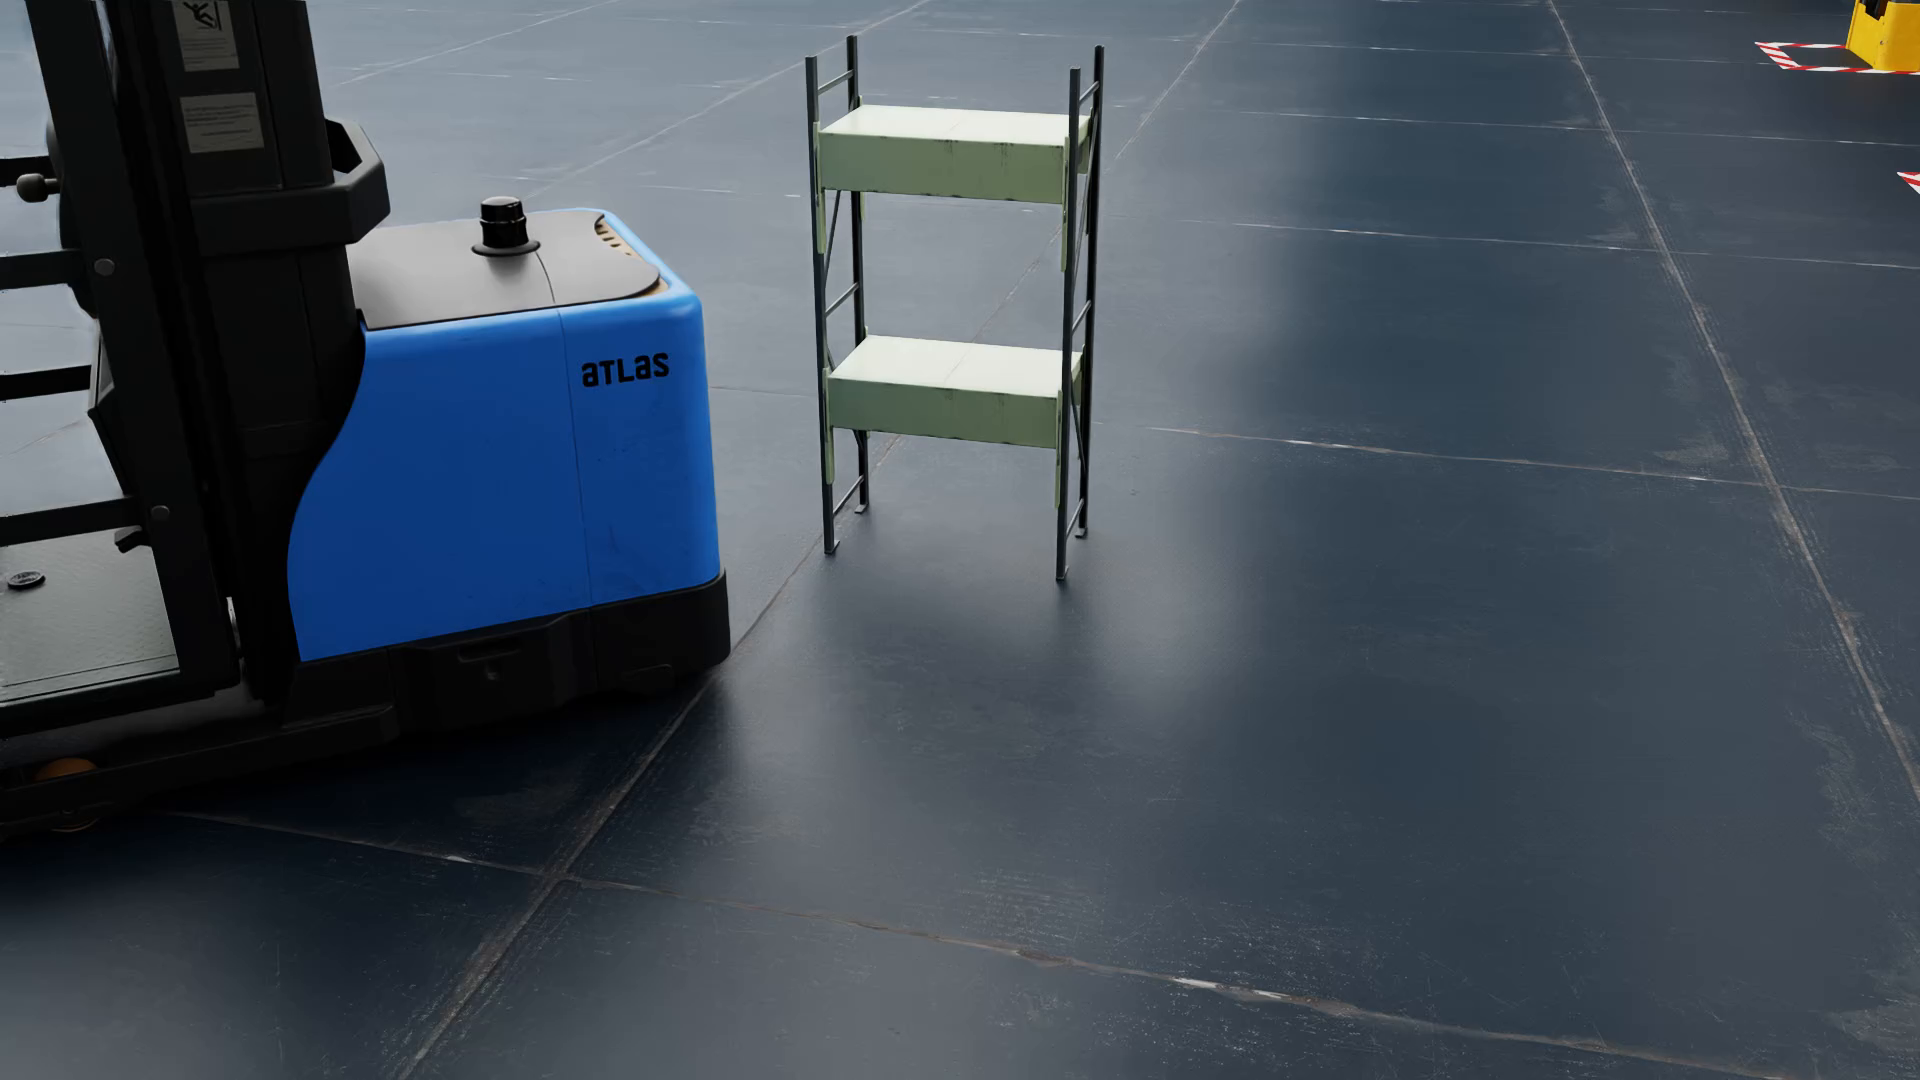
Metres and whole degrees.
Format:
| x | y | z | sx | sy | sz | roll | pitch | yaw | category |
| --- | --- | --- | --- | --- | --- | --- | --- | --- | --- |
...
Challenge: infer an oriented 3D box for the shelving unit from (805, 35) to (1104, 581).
| x | y | z | sx | sy | sz | roll | pitch | yaw | category |
| --- | --- | --- | --- | --- | --- | --- | --- | --- | --- |
| -0.006 | -0.678 | 4.929 | 0.755 | 1.500 | 0.431 | 6 | 26 | 13 | shelving unit |

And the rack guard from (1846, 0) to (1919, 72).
| x | y | z | sx | sy | sz | roll | pitch | yaw | category |
| --- | --- | --- | --- | --- | --- | --- | --- | --- | --- |
| 7.423 | -4.093 | 13.265 | 0.348 | 0.500 | 1.175 | 6 | 26 | 13 | rack guard |

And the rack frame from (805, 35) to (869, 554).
| x | y | z | sx | sy | sz | roll | pitch | yaw | category |
| --- | --- | --- | --- | --- | --- | --- | --- | --- | --- |
| -0.361 | -0.717 | 5.011 | 0.023 | 1.500 | 0.400 | 6 | 26 | 13 | rack frame |

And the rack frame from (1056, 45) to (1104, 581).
| x | y | z | sx | sy | sz | roll | pitch | yaw | category |
| --- | --- | --- | --- | --- | --- | --- | --- | --- | --- |
| 0.348 | -0.639 | 4.847 | 0.023 | 1.500 | 0.400 | 6 | 26 | 13 | rack frame |

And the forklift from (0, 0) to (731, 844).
| x | y | z | sx | sy | sz | roll | pitch | yaw | category |
| --- | --- | --- | --- | --- | --- | --- | --- | --- | --- |
| -2.176 | -0.874 | 3.677 | 3.031 | 2.935 | 1.130 | -11 | 28 | -22 | forklift |

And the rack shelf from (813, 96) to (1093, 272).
| x | y | z | sx | sy | sz | roll | pitch | yaw | category |
| --- | --- | --- | --- | --- | --- | --- | --- | --- | --- |
| -0.006 | -1.030 | 4.761 | 0.720 | 0.370 | 0.431 | 6 | 26 | 13 | rack shelf |

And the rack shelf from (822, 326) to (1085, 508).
| x | y | z | sx | sy | sz | roll | pitch | yaw | category |
| --- | --- | --- | --- | --- | --- | --- | --- | --- | --- |
| -0.006 | -0.384 | 5.069 | 0.720 | 0.370 | 0.431 | 6 | 26 | 13 | rack shelf |

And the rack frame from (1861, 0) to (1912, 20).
| x | y | z | sx | sy | sz | roll | pitch | yaw | category |
| --- | --- | --- | --- | --- | --- | --- | --- | --- | --- |
| 7.349 | -5.230 | 12.745 | 0.127 | 3.000 | 1.000 | 6 | 26 | 13 | rack frame |
